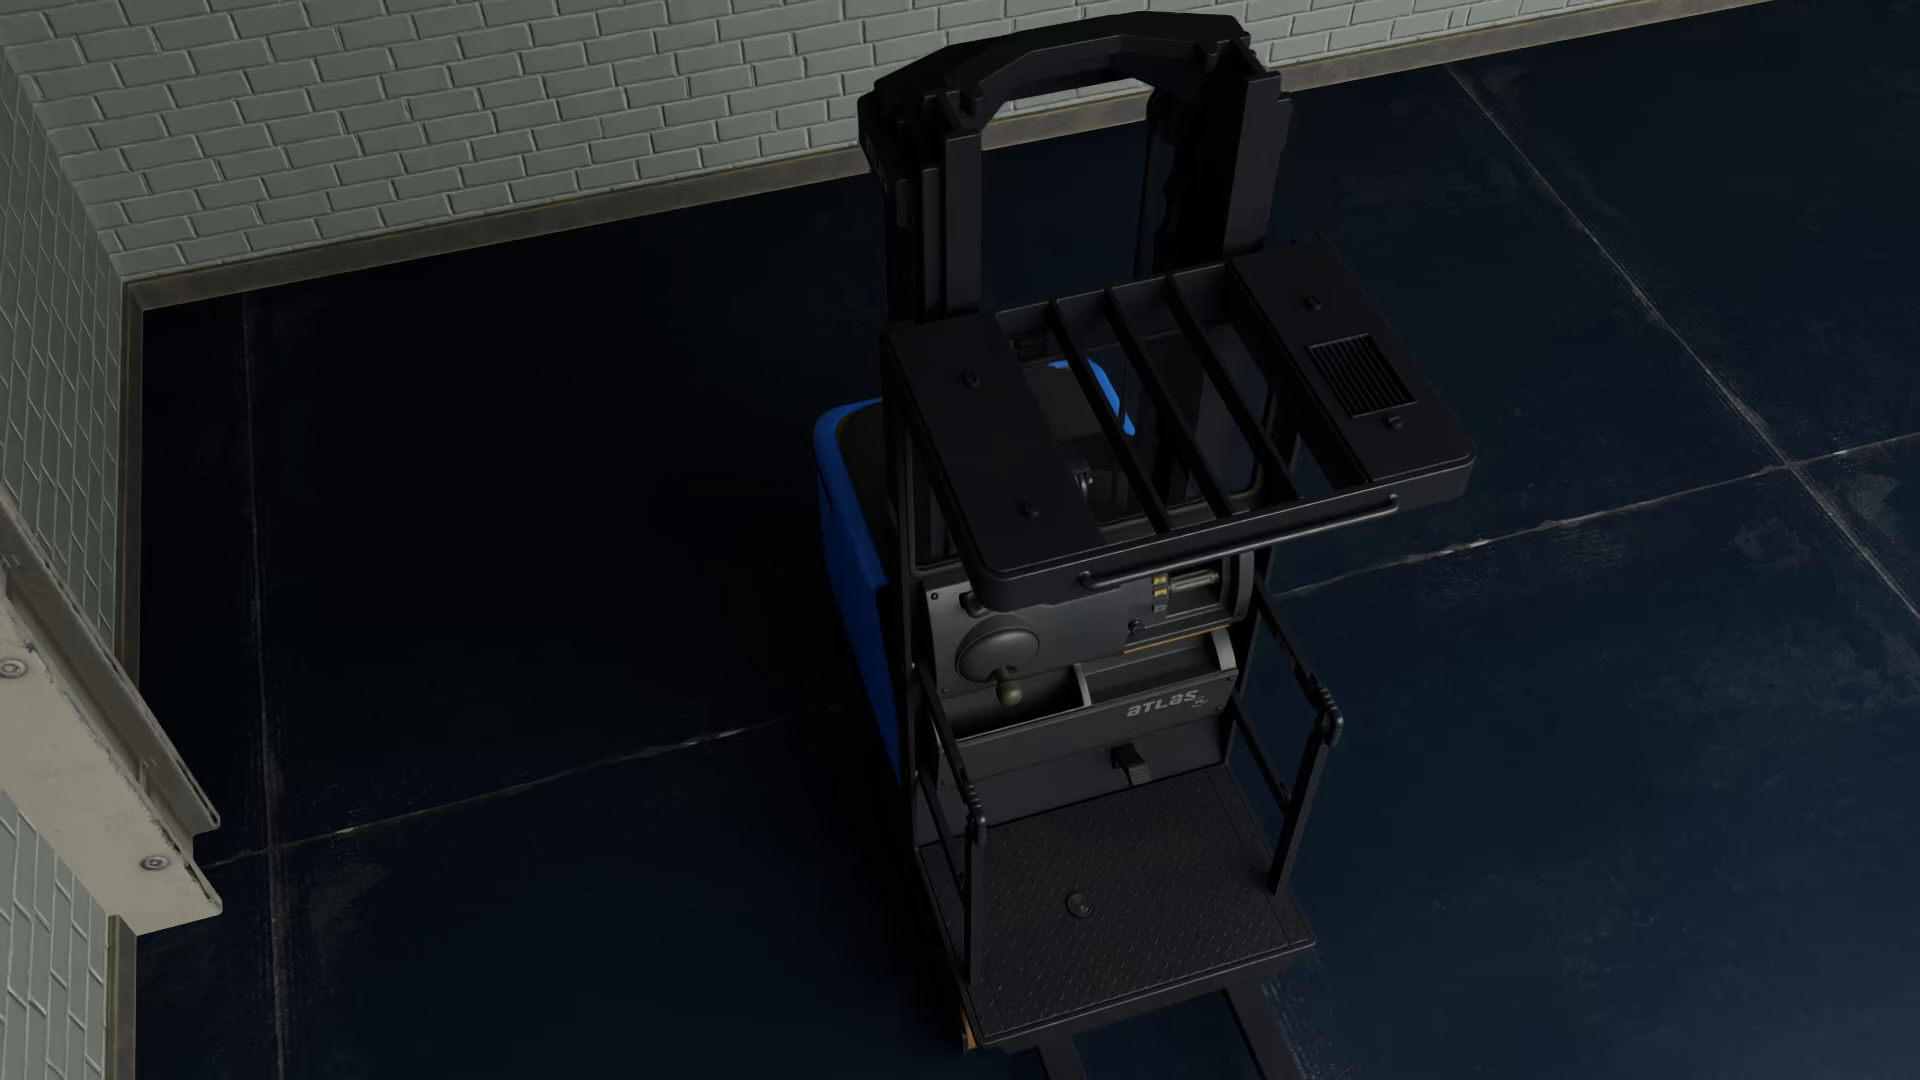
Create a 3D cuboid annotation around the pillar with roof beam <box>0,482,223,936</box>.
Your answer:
[{"bbox_3d":[1.467,-2.749,2.971,9.100,9.000,0.400,-13,51,-11],"label":"pillar with roof beam"}]

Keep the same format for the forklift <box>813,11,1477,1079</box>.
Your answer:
[{"bbox_3d":[0.428,0.285,4.382,1.130,2.935,3.031,-14,51,-11],"label":"forklift"}]
